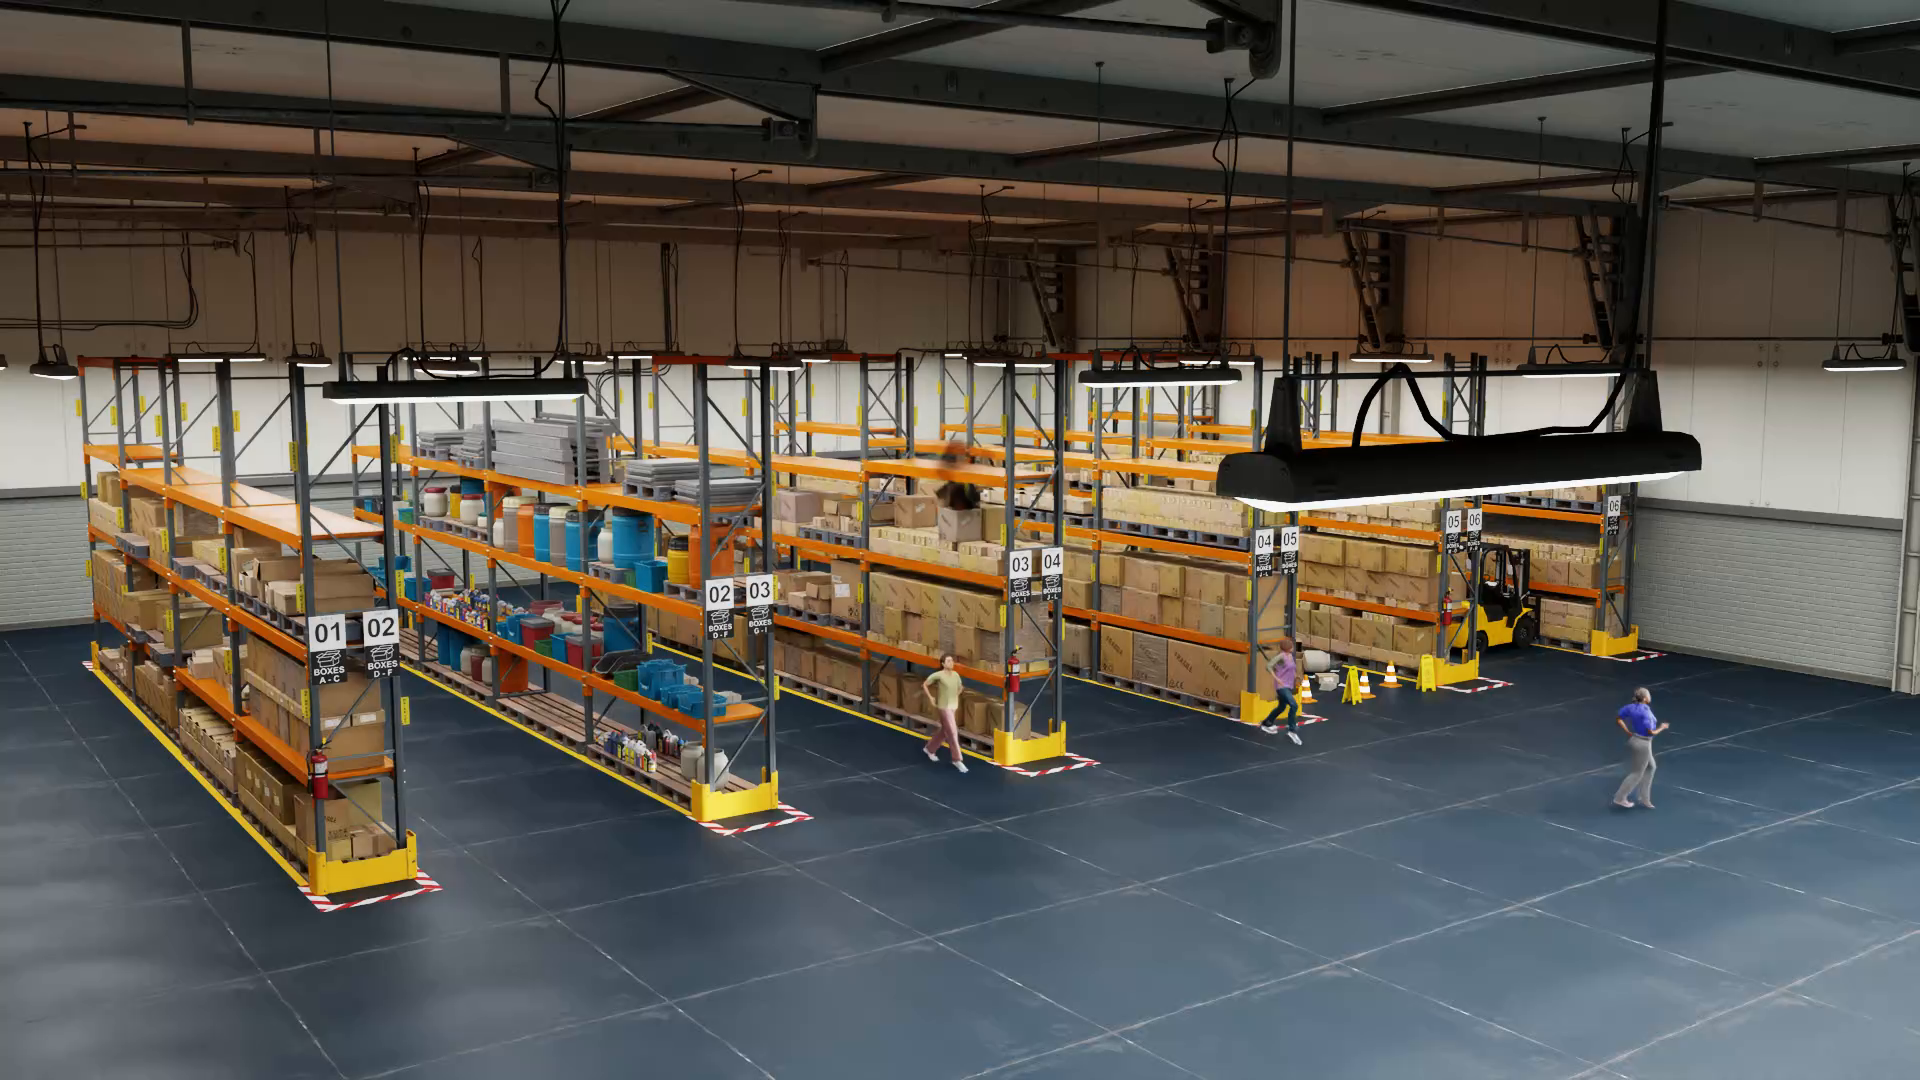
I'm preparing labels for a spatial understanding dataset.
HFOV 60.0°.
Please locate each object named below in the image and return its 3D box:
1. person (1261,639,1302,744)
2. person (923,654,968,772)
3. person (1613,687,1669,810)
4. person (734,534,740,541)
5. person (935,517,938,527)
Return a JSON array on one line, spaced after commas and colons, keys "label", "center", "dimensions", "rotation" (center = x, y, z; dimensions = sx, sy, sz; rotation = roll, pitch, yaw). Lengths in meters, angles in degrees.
[{"label": "person", "center": [5.124, 2.361, 26.297], "dimensions": [0.754, 1.621, 0.537], "rotation": [4, 8, 32]}, {"label": "person", "center": [-0.172, 2.519, 24.618], "dimensions": [0.902, 1.695, 0.613], "rotation": [6, 9, 39]}, {"label": "person", "center": [9.125, 2.817, 22.307], "dimensions": [0.714, 1.715, 0.556], "rotation": [0, 7, -1]}, {"label": "person", "center": [-5.363, 0.661, 39.428], "dimensions": [0.720, 1.795, 0.859], "rotation": [0, 7, -1]}, {"label": "person", "center": [-0.638, 0.019, 44.899], "dimensions": [0.923, 1.716, 0.718], "rotation": [1, 7, 8]}]
